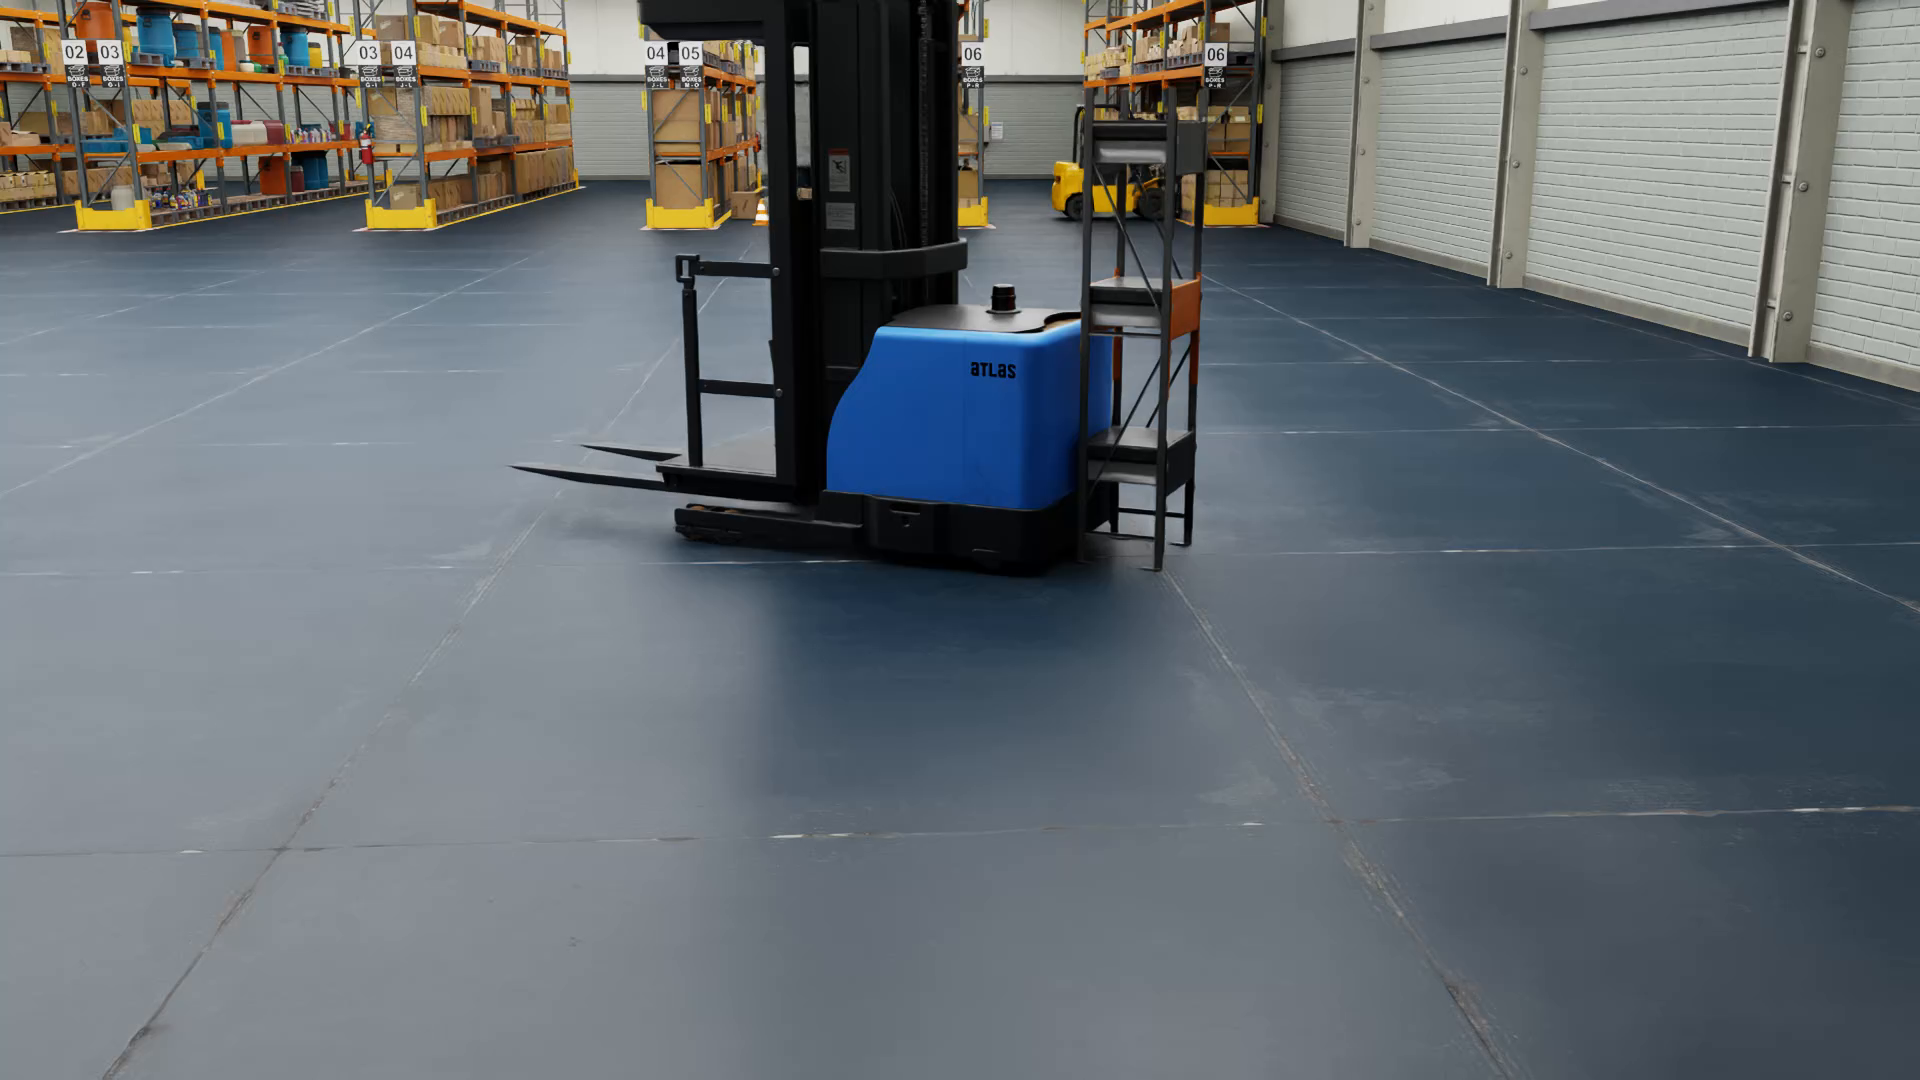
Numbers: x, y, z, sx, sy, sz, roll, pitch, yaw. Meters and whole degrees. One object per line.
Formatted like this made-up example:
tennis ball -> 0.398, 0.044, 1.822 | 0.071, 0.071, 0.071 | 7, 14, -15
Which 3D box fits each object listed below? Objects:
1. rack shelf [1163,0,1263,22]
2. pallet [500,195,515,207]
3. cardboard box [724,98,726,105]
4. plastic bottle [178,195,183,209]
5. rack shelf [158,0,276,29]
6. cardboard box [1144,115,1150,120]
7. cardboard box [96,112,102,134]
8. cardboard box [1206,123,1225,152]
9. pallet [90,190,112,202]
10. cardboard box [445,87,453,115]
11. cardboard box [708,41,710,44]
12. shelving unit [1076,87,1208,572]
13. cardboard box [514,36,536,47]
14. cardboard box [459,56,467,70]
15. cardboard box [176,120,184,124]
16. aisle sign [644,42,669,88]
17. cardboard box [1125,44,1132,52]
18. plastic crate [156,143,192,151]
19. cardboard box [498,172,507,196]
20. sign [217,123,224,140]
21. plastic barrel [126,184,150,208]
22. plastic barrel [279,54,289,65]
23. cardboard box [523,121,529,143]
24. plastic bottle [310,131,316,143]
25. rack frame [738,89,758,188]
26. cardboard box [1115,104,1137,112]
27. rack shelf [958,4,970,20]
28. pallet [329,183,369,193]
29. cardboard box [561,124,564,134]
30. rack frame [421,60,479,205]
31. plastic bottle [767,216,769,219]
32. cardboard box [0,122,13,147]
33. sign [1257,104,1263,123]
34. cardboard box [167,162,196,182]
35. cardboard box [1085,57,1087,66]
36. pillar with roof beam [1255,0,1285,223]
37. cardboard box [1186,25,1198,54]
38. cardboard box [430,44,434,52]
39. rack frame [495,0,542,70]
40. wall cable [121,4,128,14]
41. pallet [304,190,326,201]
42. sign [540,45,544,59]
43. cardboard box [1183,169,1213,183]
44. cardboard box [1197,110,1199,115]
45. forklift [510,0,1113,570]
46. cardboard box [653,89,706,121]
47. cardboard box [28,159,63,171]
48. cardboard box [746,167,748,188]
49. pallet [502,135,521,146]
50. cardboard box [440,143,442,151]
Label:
rack shelf -> 4.747, -10.119, 31.541 | 1.077, 0.370, 4.000 | -1, 14, -3
pallet -> -10.423, -7.472, 36.644 | 1.003, 0.211, 1.213 | -1, 14, -3
cardboard box -> -5.462, -9.364, 36.192 | 0.700, 0.500, 0.500 | -1, 14, -4
plastic bottle -> -14.740, -6.384, 31.410 | 0.097, 0.271, 0.097 | 0, 14, 0
rack shelf -> -15.289, -10.807, 34.214 | 1.077, 0.370, 4.000 | -1, 14, -3
cardboard box -> 4.178, -9.079, 35.791 | 0.380, 0.149, 0.250 | -1, 14, -5
cardboard box -> -20.693, -9.820, 39.131 | 0.700, 0.500, 0.500 | 1, 14, 5
cardboard box -> 4.578, -7.425, 30.663 | 0.500, 0.500, 0.500 | -1, 14, -5
pallet -> -20.438, -8.004, 38.710 | 1.003, 0.211, 1.213 | -1, 14, -3
cardboard box -> -9.830, -8.218, 31.143 | 0.500, 0.500, 0.500 | -1, 14, -3
cardboard box -> -4.856, -9.231, 30.523 | 0.500, 0.250, 0.500 | -1, 14, -4
shelving unit -> 0.818, -0.949, 7.502 | 0.431, 2.100, 0.503 | 6, 16, 22
cardboard box -> -10.769, -12.362, 41.284 | 0.500, 0.250, 0.500 | -2, 15, -7
cardboard box -> -9.933, -9.293, 32.406 | 0.500, 0.250, 0.500 | 0, 14, -1
cardboard box -> -20.518, -10.667, 43.264 | 0.500, 0.500, 0.500 | -1, 14, -3
aisle sign -> -5.312, -8.316, 29.109 | 0.394, 0.787, 0.004 | -1, 14, -3
cardboard box -> 4.264, -12.030, 40.774 | 0.396, 0.266, 0.258 | -1, 14, -3
plastic crate -> -14.812, -7.418, 31.367 | 0.530, 0.136, 0.437 | -1, 14, -3
cardboard box -> -10.408, -7.853, 36.663 | 0.700, 0.500, 0.500 | -2, 15, -6
sign -> -14.616, -8.086, 32.877 | 0.100, 0.325, 0.005 | -1, 14, -3
plastic barrel -> -15.066, -6.237, 30.396 | 0.421, 0.512, 0.421 | 0, 14, 0
plastic barrel -> -15.249, -10.789, 37.386 | 0.294, 0.245, 0.294 | 0, 14, 0
cardboard box -> -10.298, -9.446, 38.519 | 0.500, 0.500, 0.500 | -1, 14, -4
plastic bottle -> -15.237, -9.475, 39.081 | 0.152, 0.276, 0.135 | -1, 14, -3
rack frame -> -6.009, -11.058, 44.985 | 1.000, 3.000, 0.127 | -1, 14, -3
cardboard box -> 4.301, -11.052, 43.158 | 0.500, 0.500, 0.500 | -1, 14, -5
rack shelf -> -0.455, -11.036, 35.106 | 1.077, 0.370, 4.000 | -1, 14, -3
pallet -> -15.824, -9.071, 42.860 | 1.003, 0.211, 1.213 | -1, 14, -3
cardboard box -> -10.608, -10.709, 43.332 | 0.500, 0.250, 0.500 | -1, 14, -5
rack frame -> -10.222, -8.022, 33.186 | 1.000, 3.000, 0.127 | -1, 14, -3
plastic bottle -> -3.733, -6.225, 32.097 | 0.283, 0.061, 0.133 | -6, 16, -23
cardboard box -> -20.237, -8.496, 34.828 | 0.500, 0.500, 0.500 | -2, 15, -6
sign -> 5.425, -7.723, 30.125 | 0.100, 0.325, 0.005 | -1, 14, -3
cardboard box -> -20.573, -9.726, 43.940 | 0.500, 0.500, 0.500 | -1, 14, -3
cardboard box -> 3.656, -12.889, 44.783 | 0.500, 0.250, 0.500 | -1, 14, -4
pillar with roof beam -> 1.430, -10.284, 29.937 | 9.100, 9.000, 0.400 | -1, 14, -3
cardboard box -> 4.636, -9.374, 31.174 | 0.700, 0.500, 0.500 | -1, 14, -3
cardboard box -> -9.775, -8.929, 30.191 | 0.380, 0.149, 0.250 | -1, 14, -4
rack frame -> -10.718, -12.917, 40.171 | 1.000, 3.000, 0.127 | -1, 14, -3
wall cable -> -23.090, -16.079, 48.554 | 3.097, 2.526, 0.112 | -1, 14, -3
pallet -> -15.576, -8.088, 39.039 | 1.003, 0.211, 1.213 | -1, 14, -3
sign -> -10.177, -11.878, 40.483 | 0.100, 0.325, 0.005 | -1, 14, -3
cardboard box -> 4.493, -6.851, 31.301 | 0.500, 0.250, 0.500 | -1, 14, -2
cardboard box -> 4.592, -7.911, 30.655 | 0.380, 0.149, 0.250 | -1, 14, -3
forklift -> -0.819, -1.511, 8.015 | 3.031, 2.935, 1.130 | 6, 16, 23
cardboard box -> -5.002, -7.767, 29.727 | 0.875, 0.550, 0.550 | -1, 14, -3
cardboard box -> -20.657, -8.474, 37.569 | 0.500, 0.250, 0.500 | 0, 14, -1
cardboard box -> -5.464, -8.876, 40.678 | 0.500, 0.500, 0.500 | -1, 14, -5
pallet -> -10.319, -8.749, 36.394 | 1.213, 0.211, 1.003 | -1, 14, -3
cardboard box -> -9.838, -7.291, 30.849 | 0.380, 0.149, 0.250 | -1, 14, -3
